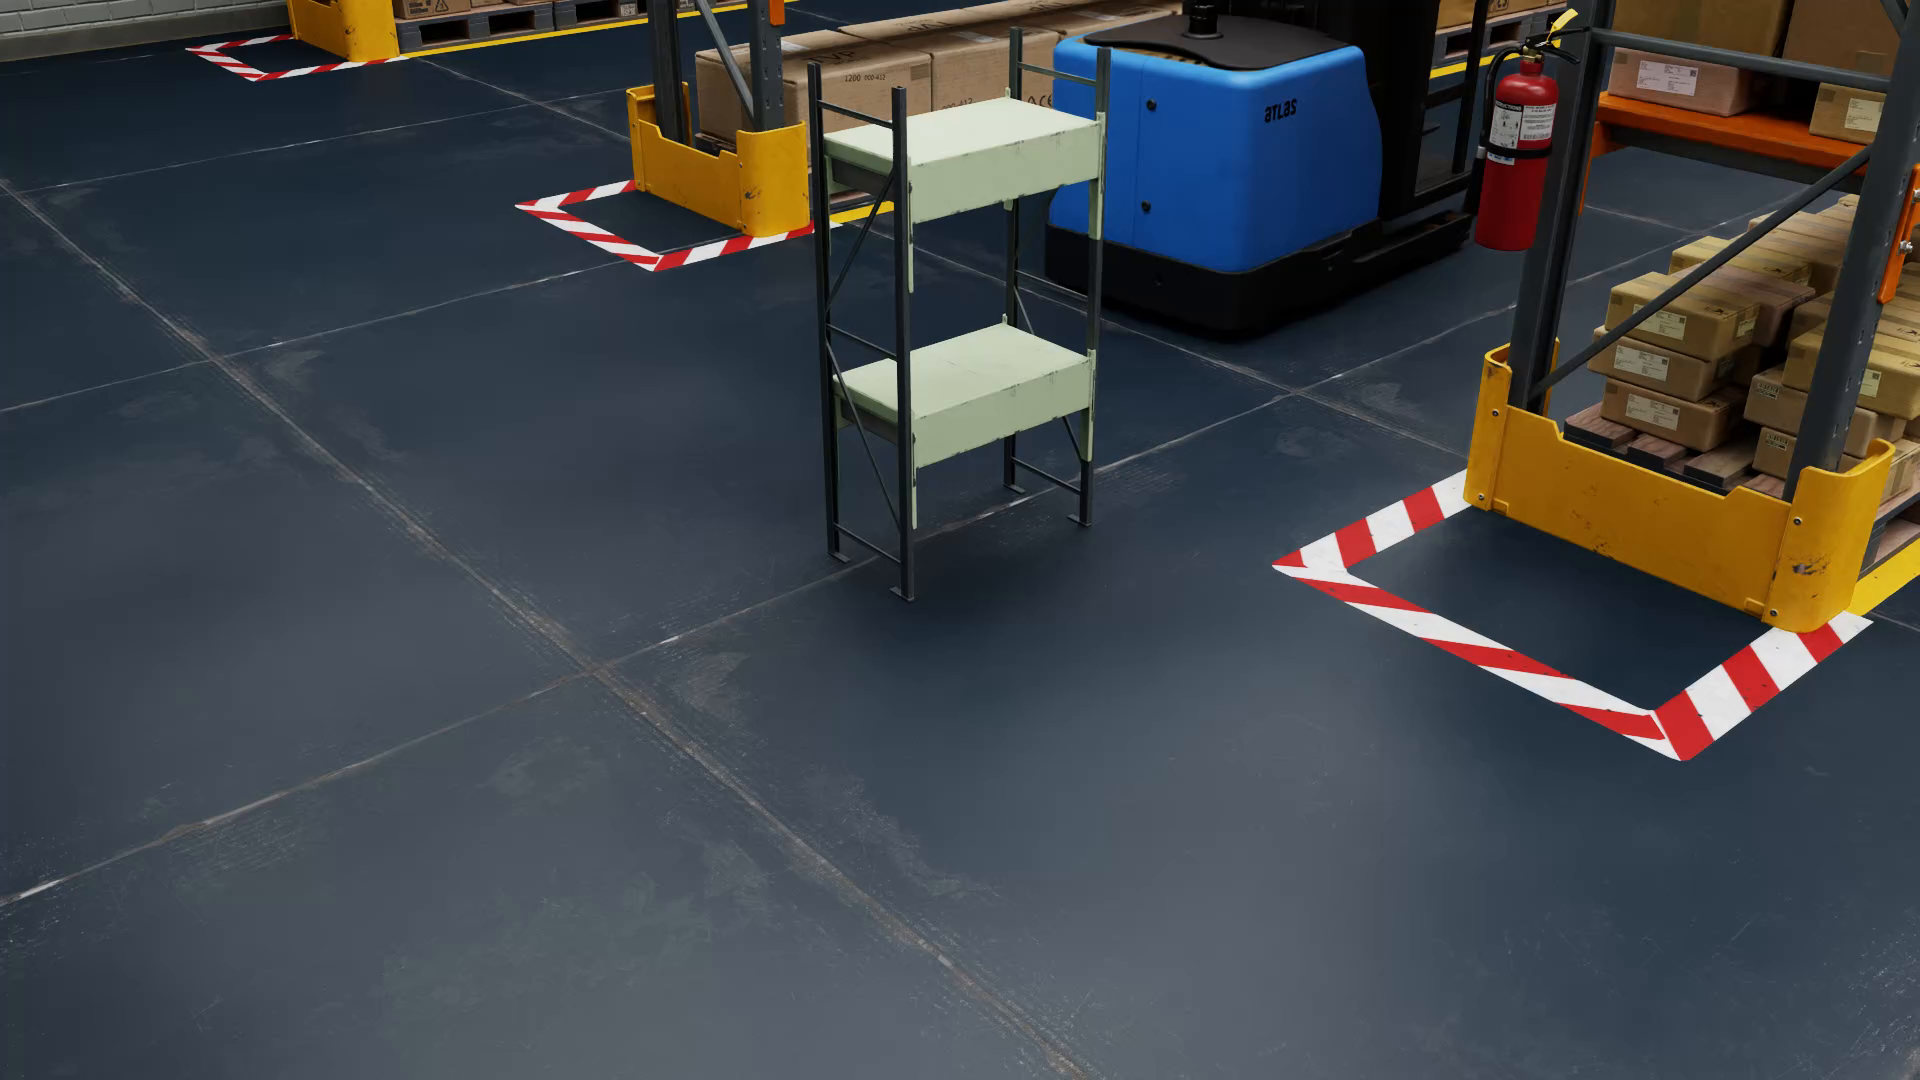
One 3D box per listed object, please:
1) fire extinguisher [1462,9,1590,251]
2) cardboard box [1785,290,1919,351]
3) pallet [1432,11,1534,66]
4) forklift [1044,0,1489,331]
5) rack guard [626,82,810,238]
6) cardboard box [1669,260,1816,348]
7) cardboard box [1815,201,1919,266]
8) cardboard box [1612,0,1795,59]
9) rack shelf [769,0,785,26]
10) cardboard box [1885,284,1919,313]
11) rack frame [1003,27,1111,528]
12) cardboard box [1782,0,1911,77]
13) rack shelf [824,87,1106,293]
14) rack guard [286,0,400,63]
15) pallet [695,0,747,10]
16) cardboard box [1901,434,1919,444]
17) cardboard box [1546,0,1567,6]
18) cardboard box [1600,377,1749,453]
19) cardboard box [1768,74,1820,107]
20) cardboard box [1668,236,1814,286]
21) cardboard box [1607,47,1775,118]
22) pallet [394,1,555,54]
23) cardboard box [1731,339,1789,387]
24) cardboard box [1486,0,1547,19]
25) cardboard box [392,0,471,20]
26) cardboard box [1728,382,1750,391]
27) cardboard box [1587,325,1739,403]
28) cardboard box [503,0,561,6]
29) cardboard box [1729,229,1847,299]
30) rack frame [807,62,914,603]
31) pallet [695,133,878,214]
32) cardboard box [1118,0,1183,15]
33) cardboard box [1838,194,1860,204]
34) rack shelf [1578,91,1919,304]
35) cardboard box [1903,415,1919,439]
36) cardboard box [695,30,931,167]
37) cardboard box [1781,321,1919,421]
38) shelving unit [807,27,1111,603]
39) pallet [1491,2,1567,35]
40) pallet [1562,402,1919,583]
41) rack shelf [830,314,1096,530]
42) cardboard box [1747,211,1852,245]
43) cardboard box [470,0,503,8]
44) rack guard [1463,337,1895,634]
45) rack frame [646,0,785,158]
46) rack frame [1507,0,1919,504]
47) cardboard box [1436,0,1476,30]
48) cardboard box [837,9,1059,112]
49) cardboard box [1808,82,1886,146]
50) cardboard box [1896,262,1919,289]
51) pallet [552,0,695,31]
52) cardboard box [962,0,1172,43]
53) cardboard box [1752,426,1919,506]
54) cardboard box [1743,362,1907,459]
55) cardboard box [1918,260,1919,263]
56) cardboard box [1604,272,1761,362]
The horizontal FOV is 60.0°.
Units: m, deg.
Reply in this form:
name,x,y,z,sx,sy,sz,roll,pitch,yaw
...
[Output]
name,x,y,z,sx,sy,sz,roll,pitch,yaw
fire extinguisher,1.600,-1.172,4.737,0.183,0.674,0.296,-22,35,-35
cardboard box,2.842,-0.638,5.209,0.250,0.149,0.380,-21,35,-34
pallet,3.311,-3.658,11.870,1.213,0.211,1.003,-22,35,-35
forklift,1.749,-2.734,7.257,1.130,2.935,3.031,24,36,38
rack guard,-1.217,-1.916,8.305,0.348,0.500,1.175,-22,35,-35
cardboard box,2.558,-0.781,5.477,0.250,0.149,0.380,-21,35,-34
cardboard box,3.352,-1.105,6.084,0.250,0.149,0.380,-23,36,-36
cardboard box,2.266,-1.687,4.802,0.500,0.500,0.500,-21,35,-34
rack shelf,0.323,-3.320,9.044,4.000,0.370,1.077,-22,35,-35
cardboard box,3.117,-0.669,5.267,0.250,0.149,0.380,-22,35,-35
rack frame,0.284,-0.775,5.110,0.023,1.500,0.400,-22,35,-35
cardboard box,2.612,-1.495,4.444,0.500,0.500,0.500,-20,34,-33
rack shelf,0.005,-1.008,4.716,0.720,0.370,0.431,-22,35,-35
rack guard,-4.365,-3.725,11.690,0.348,0.500,1.175,-22,35,-35
pallet,-1.903,-4.588,13.612,1.213,0.211,1.003,-22,35,-35
cardboard box,2.844,-0.364,5.329,0.250,0.149,0.380,-22,35,-35
cardboard box,4.308,-4.540,12.371,0.875,0.875,0.875,-22,35,-35
cardboard box,2.357,-0.445,5.480,0.250,0.149,0.380,-21,35,-34
cardboard box,2.370,-1.435,5.018,0.250,0.149,0.380,-22,35,-35
cardboard box,2.673,-0.906,5.710,0.250,0.149,0.380,-23,36,-36
cardboard box,2.156,-1.372,4.901,0.250,0.149,0.380,-22,35,-35
pallet,-3.759,-3.842,12.215,1.213,0.211,1.003,-22,35,-35
cardboard box,2.542,-0.665,5.576,0.250,0.149,0.380,-23,36,-36
cardboard box,3.627,-4.268,11.863,0.875,0.875,0.875,-21,35,-34
cardboard box,-3.896,-4.042,11.833,0.637,0.503,0.797,-24,36,-37
cardboard box,2.486,-0.560,5.695,0.250,0.149,0.380,-21,34,-33
cardboard box,2.308,-0.605,5.462,0.250,0.149,0.380,-23,36,-36
cardboard box,-3.220,-4.288,12.297,0.500,0.500,0.700,-20,34,-33
cardboard box,2.911,-0.962,5.816,0.250,0.149,0.380,-24,36,-37
rack frame,-0.273,-0.552,4.691,0.023,1.500,0.400,-22,35,-35
pallet,-0.641,-2.068,8.897,1.213,0.211,1.003,-22,35,-35
cardboard box,1.297,-3.151,10.236,0.875,0.438,0.875,-22,35,-36
cardboard box,3.532,-1.196,6.253,0.250,0.149,0.380,-22,35,-35
rack shelf,3.613,-1.576,5.780,4.000,0.370,1.077,-22,35,-35
cardboard box,2.902,-0.472,5.215,0.250,0.149,0.380,-22,35,-35
cardboard box,-0.761,-2.319,8.679,0.875,0.438,0.875,-23,36,-37
cardboard box,2.711,-0.510,4.970,0.250,0.149,0.380,-24,36,-37
shelving unit,0.005,-0.664,4.900,0.755,1.500,0.431,-22,35,-35
pallet,4.239,-4.029,12.565,1.213,0.211,1.003,-22,35,-35
pallet,2.790,-0.311,5.608,1.213,0.211,1.003,-22,35,-35
rack shelf,0.005,-0.376,5.054,0.720,0.370,0.431,-22,35,-35
cardboard box,3.079,-1.064,6.007,0.250,0.149,0.380,-20,34,-33
cardboard box,-3.547,-4.001,12.134,0.250,0.149,0.380,-24,36,-37
rack guard,2.149,-0.202,5.098,0.348,0.500,1.175,-22,35,-35
rack frame,-1.198,-3.026,7.729,0.127,3.000,1.000,-22,35,-35
rack frame,2.091,-1.282,4.466,0.127,3.000,1.000,-22,35,-35
cardboard box,2.947,-3.995,11.352,0.875,0.875,0.875,-21,34,-34
cardboard box,-0.070,-2.602,9.208,0.875,0.438,0.875,-21,34,-34
cardboard box,2.551,-1.152,4.491,0.250,0.149,0.380,-22,35,-35
cardboard box,3.252,-0.775,5.465,0.250,0.149,0.380,-24,36,-37
pallet,-2.831,-4.213,12.910,1.213,0.211,1.003,-22,35,-35
cardboard box,0.617,-2.877,9.724,0.875,0.438,0.875,-23,36,-36
cardboard box,2.698,-0.255,5.124,0.250,0.149,0.380,-21,35,-34
cardboard box,2.657,-0.409,5.096,0.250,0.149,0.380,-20,34,-33
cardboard box,3.469,-0.856,5.617,0.250,0.149,0.380,-20,34,-33
cardboard box,2.330,-0.725,5.372,0.250,0.149,0.380,-21,35,-34
